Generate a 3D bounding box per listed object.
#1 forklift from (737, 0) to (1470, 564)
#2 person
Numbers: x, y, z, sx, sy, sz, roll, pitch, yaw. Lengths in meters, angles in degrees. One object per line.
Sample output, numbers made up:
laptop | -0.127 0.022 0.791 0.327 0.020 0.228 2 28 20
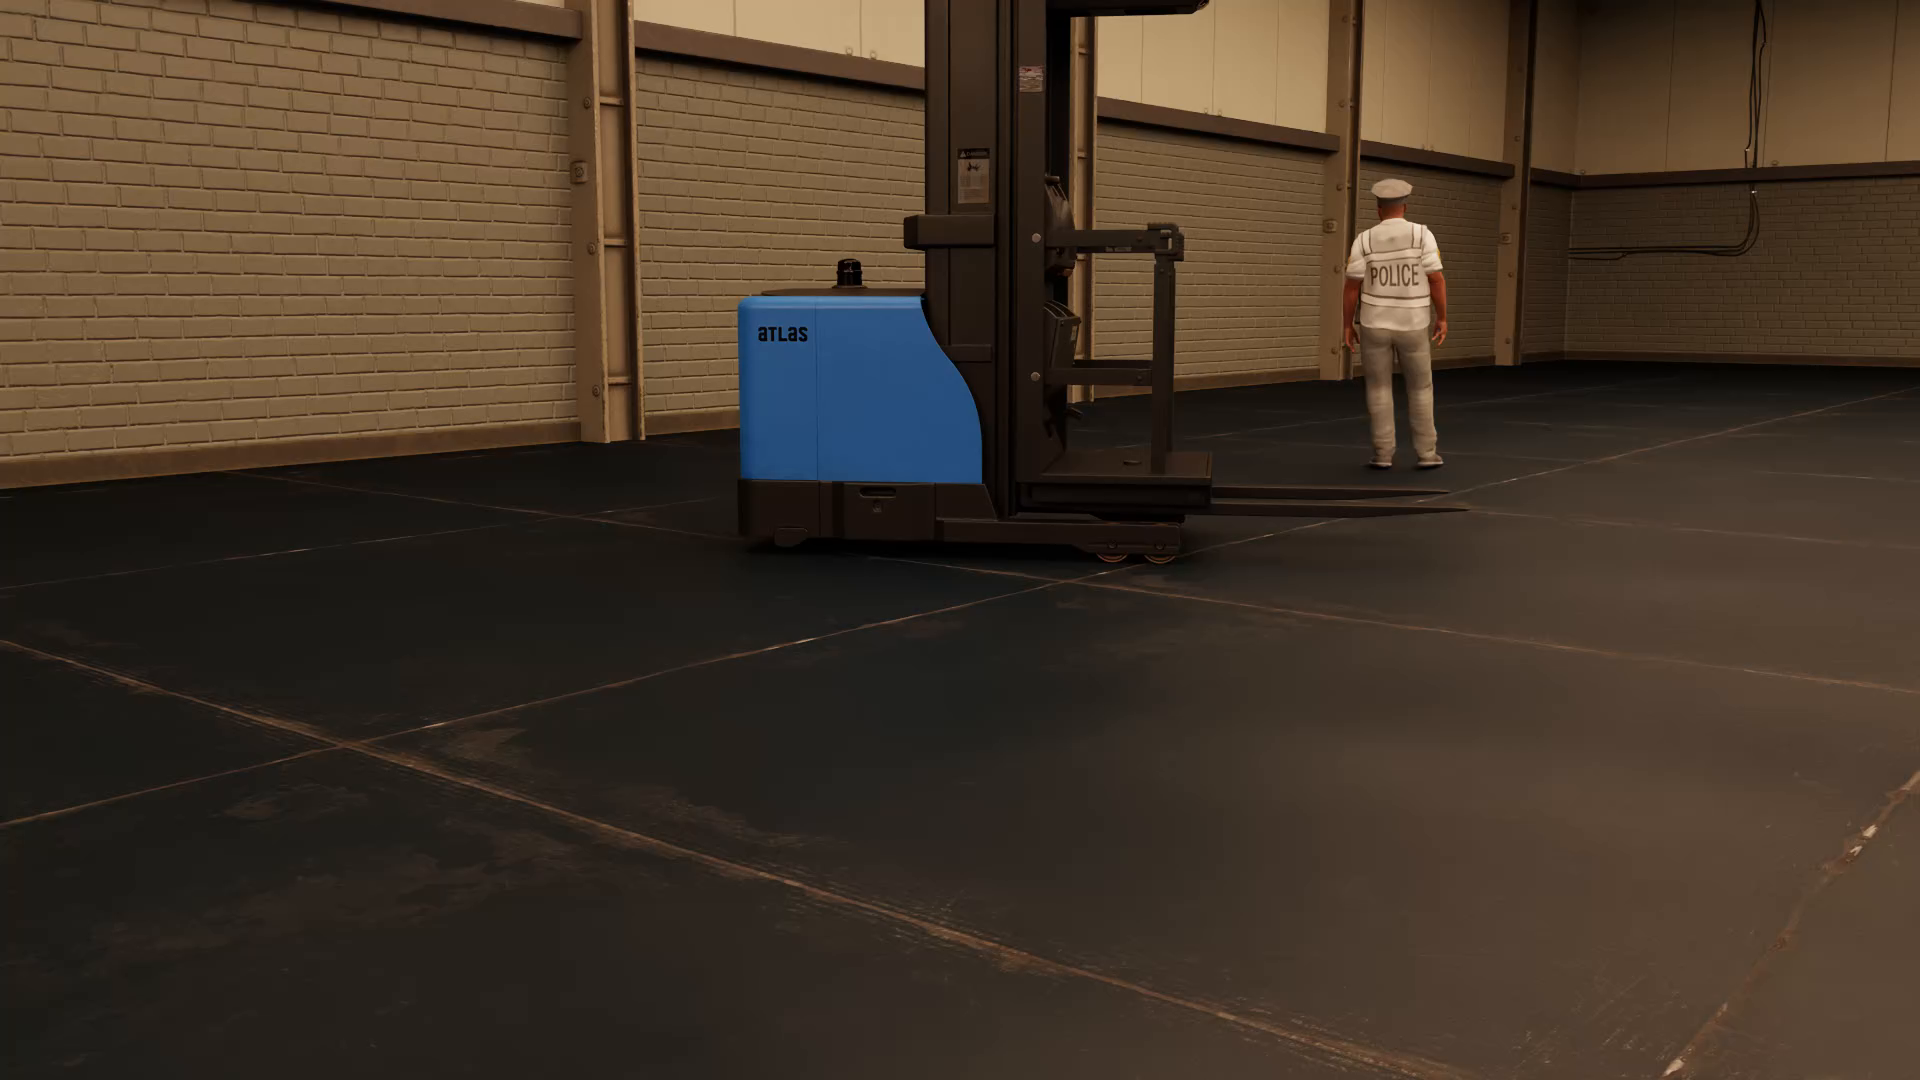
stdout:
forklift | 0.617 -1.436 7.097 3.031 2.935 1.130 1 8 9
person | 2.719 -1.342 10.379 0.639 1.779 0.575 3 9 17
